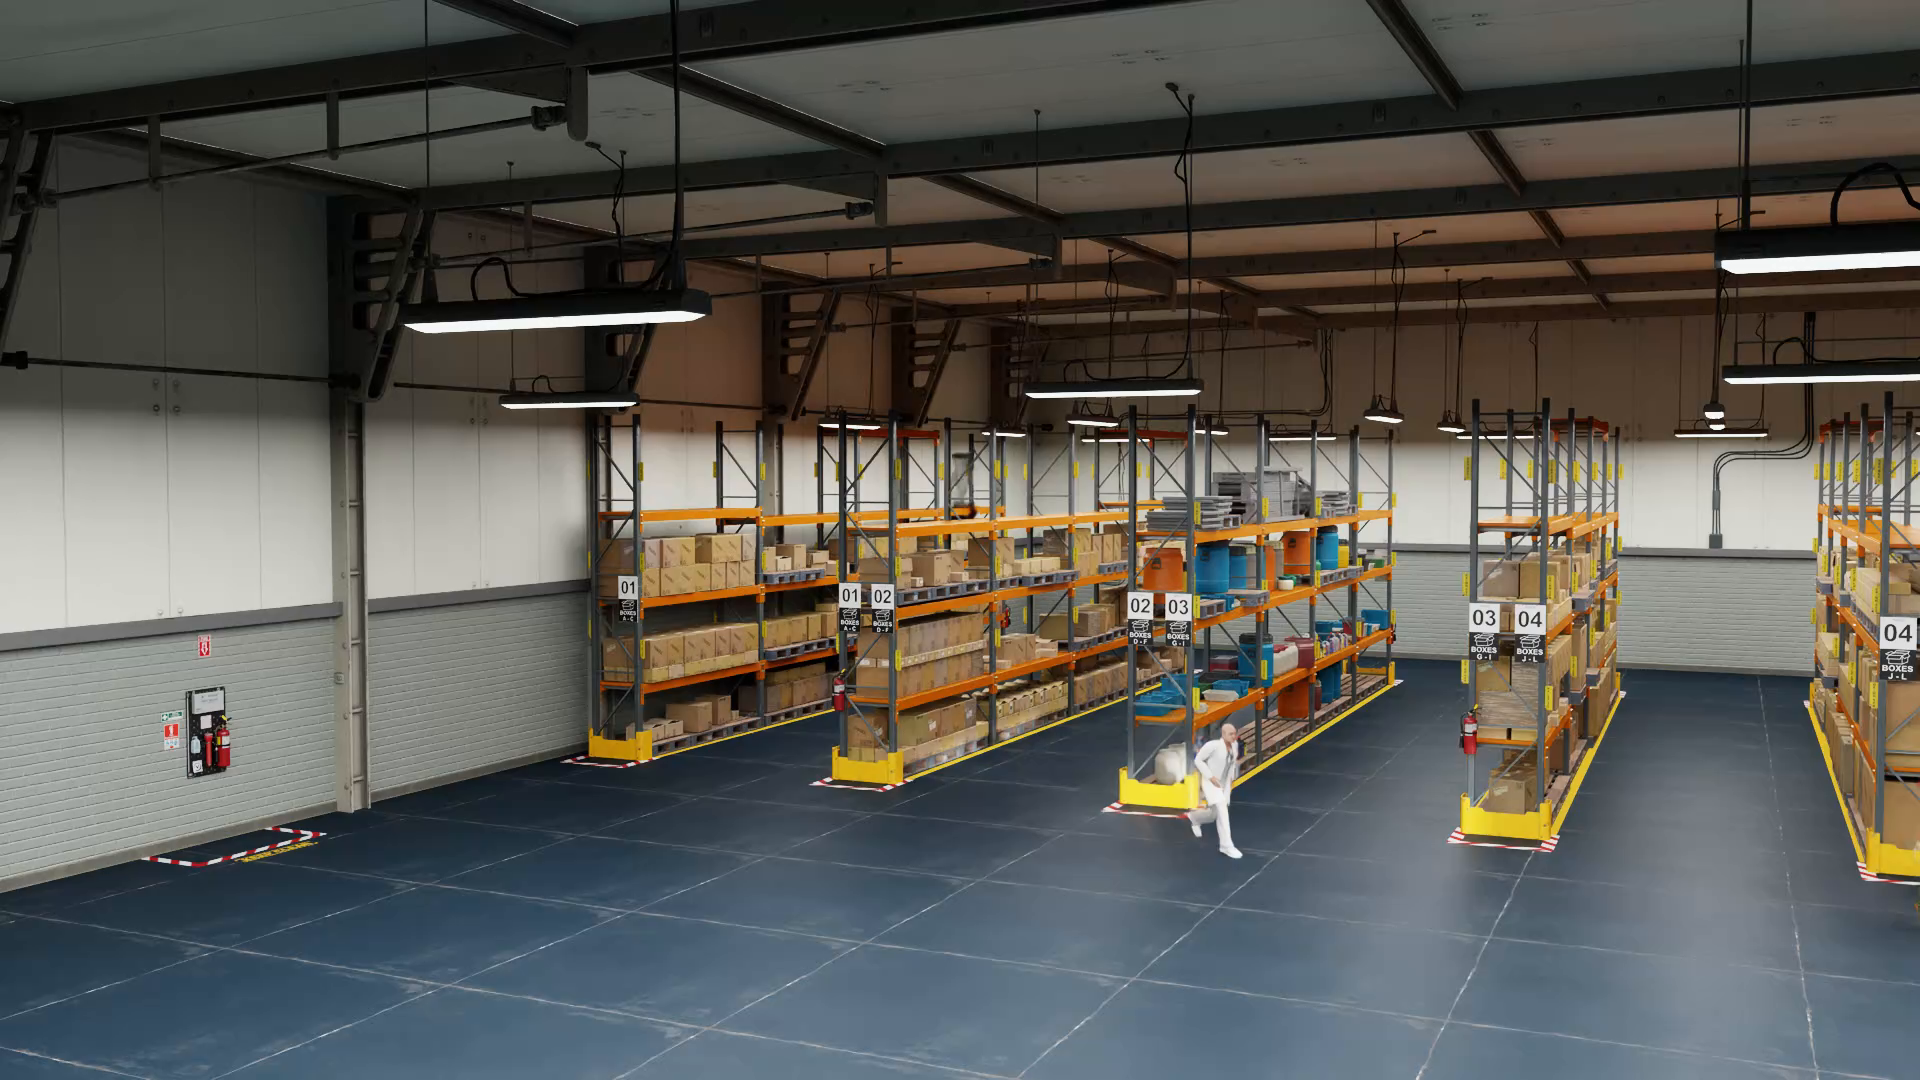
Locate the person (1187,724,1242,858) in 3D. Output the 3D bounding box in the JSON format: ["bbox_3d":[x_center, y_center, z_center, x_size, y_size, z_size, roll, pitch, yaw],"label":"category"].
[{"bbox_3d":[3.311,3.248,21.903,0.683,1.732,1.024,-1,3,-31],"label":"person"}]
